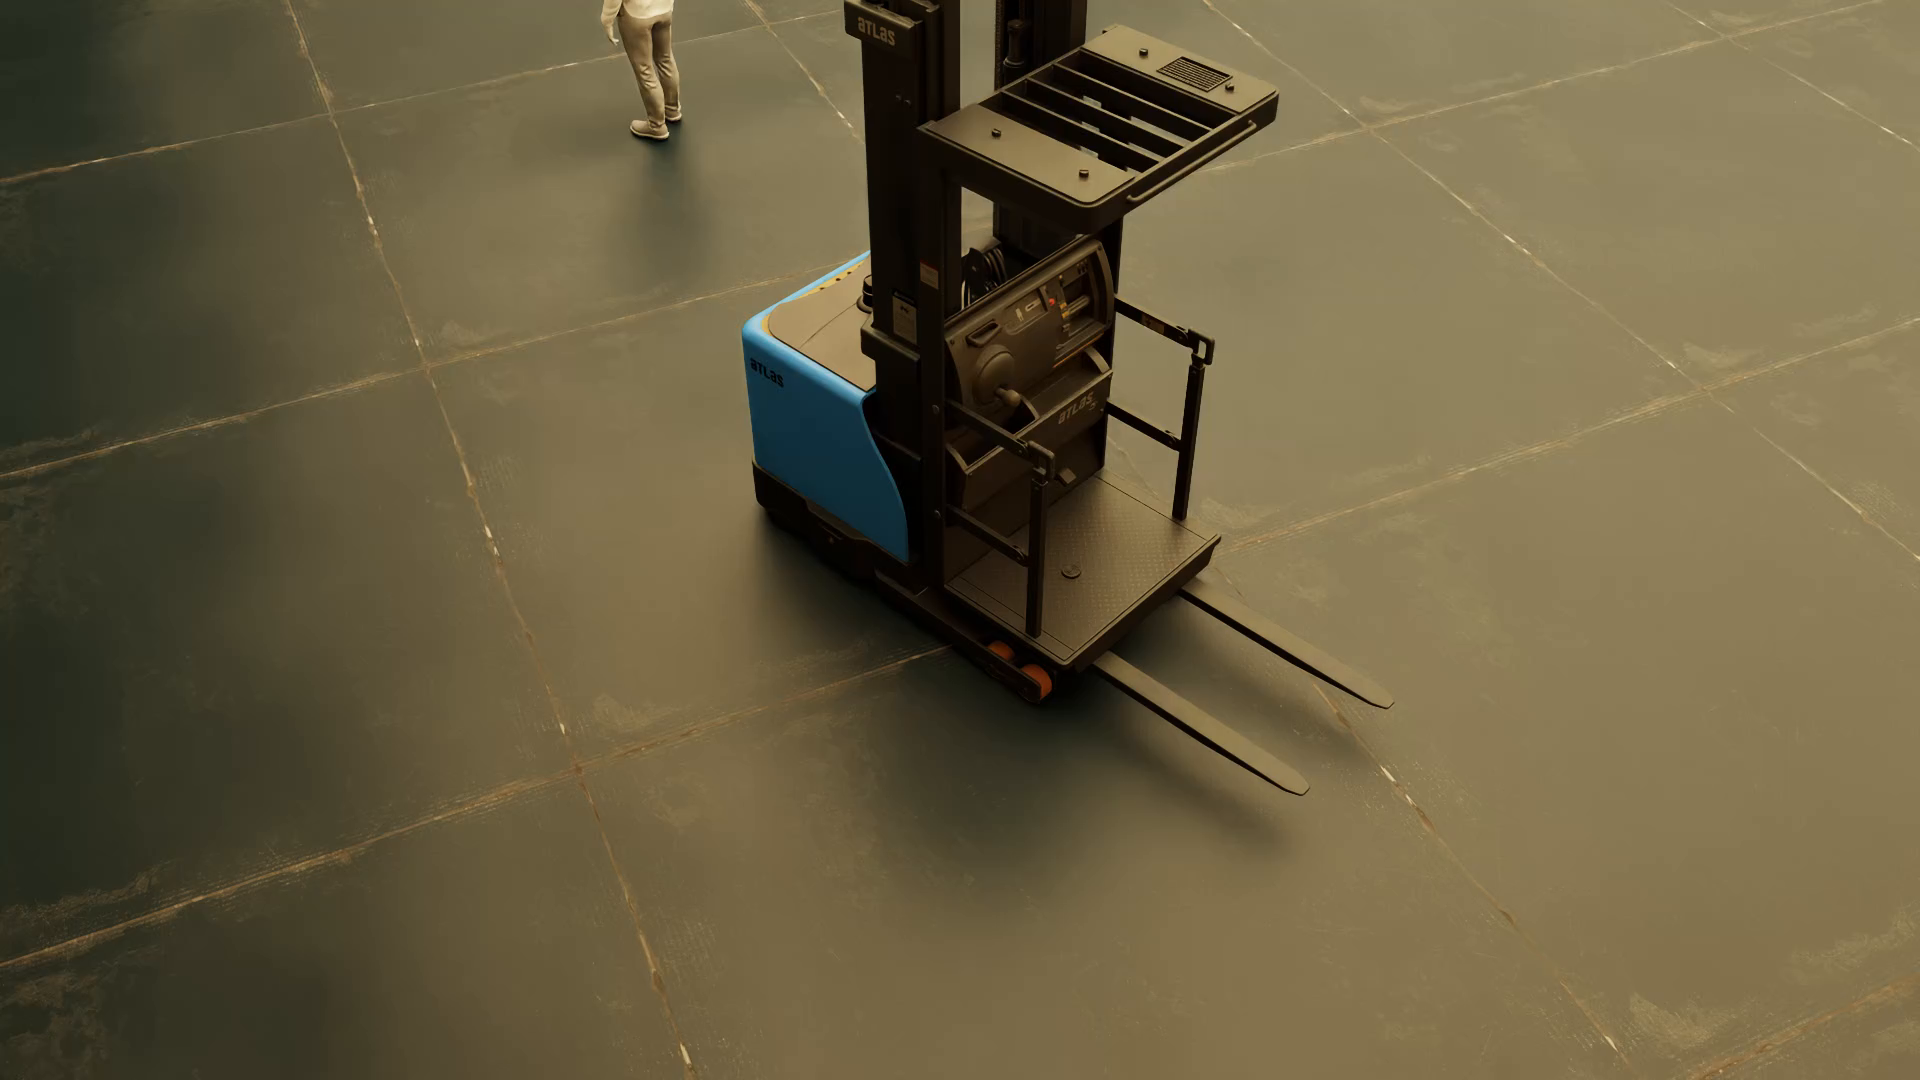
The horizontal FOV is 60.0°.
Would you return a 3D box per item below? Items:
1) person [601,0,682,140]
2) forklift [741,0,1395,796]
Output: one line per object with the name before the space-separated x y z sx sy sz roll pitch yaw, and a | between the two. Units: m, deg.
person | -1.949 -3.211 10.017 0.530 1.694 0.587 30 51 28
forklift | 0.445 -0.788 6.525 3.031 2.935 1.130 32 52 30
